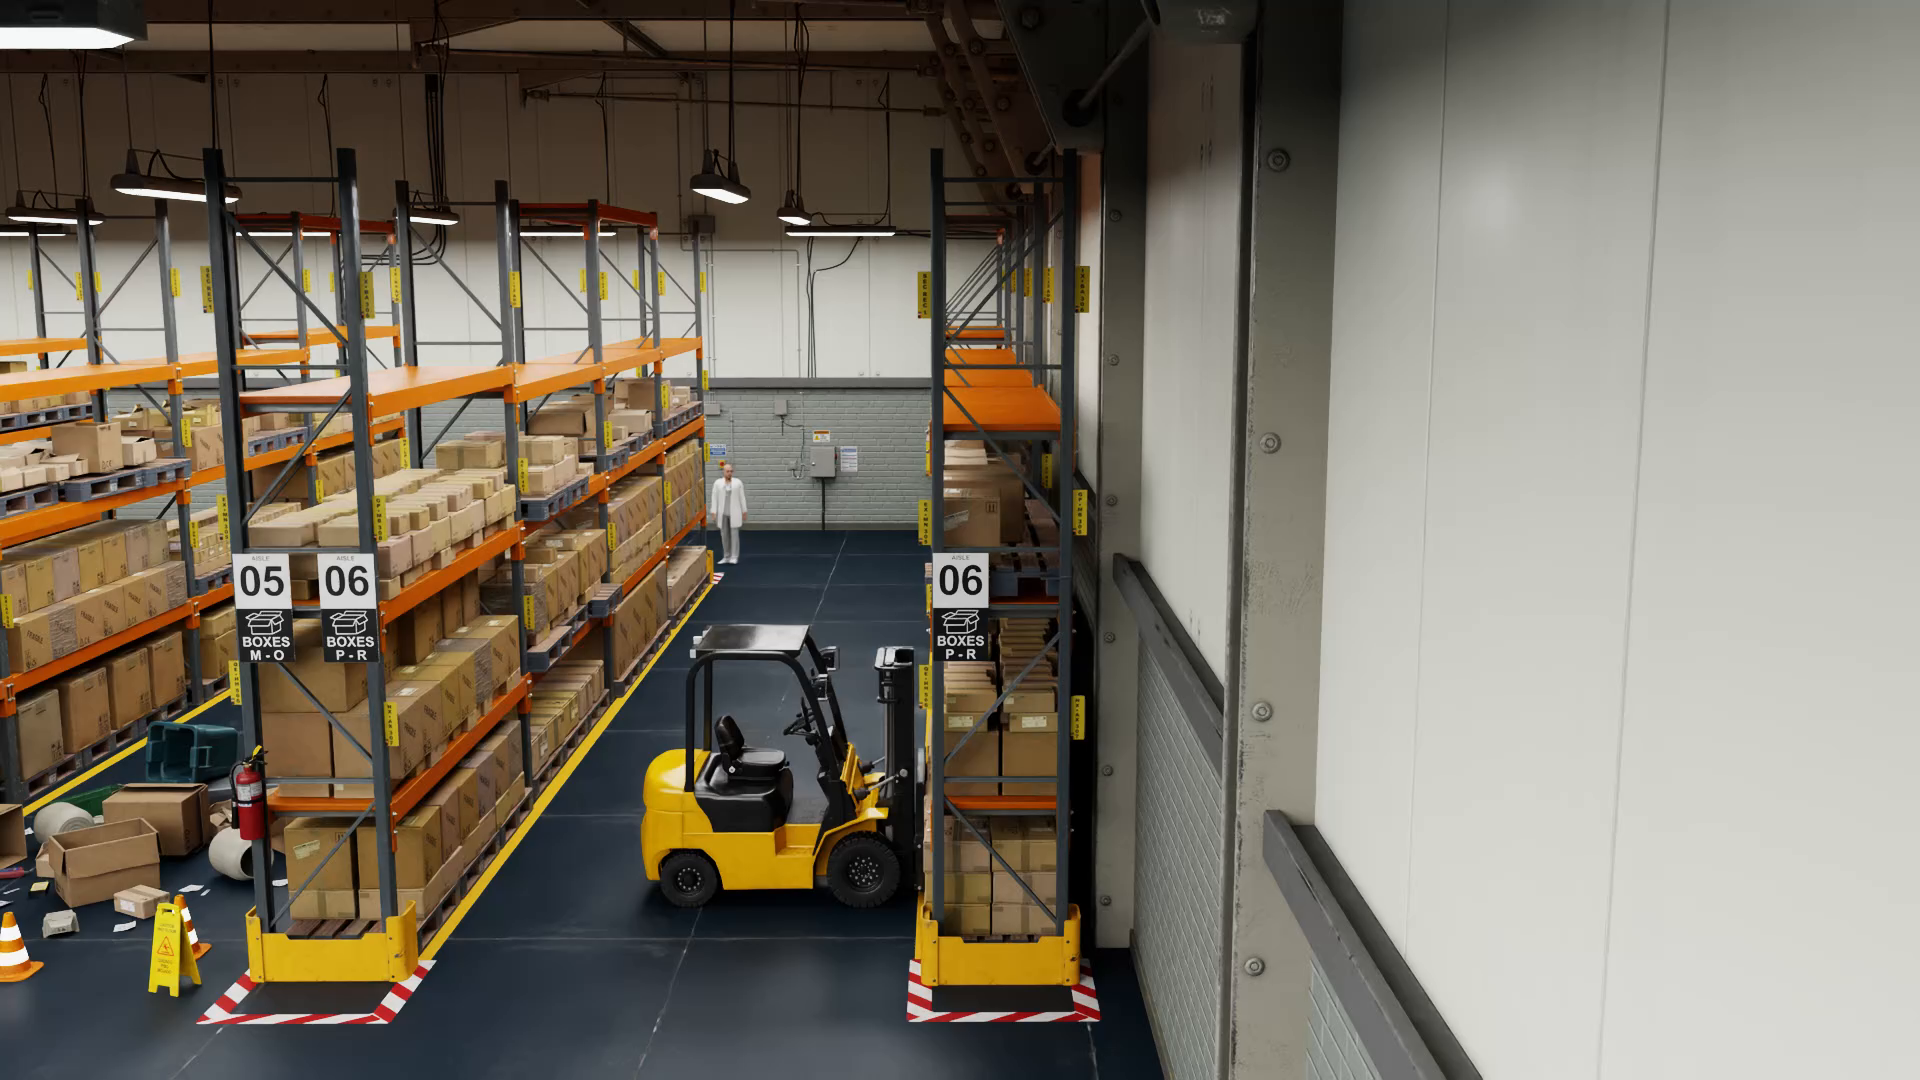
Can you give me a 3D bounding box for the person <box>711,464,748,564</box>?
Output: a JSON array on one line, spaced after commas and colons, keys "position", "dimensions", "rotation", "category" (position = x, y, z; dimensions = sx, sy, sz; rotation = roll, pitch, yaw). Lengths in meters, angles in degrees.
[{"position": [-4.139, -0.445, 29.749], "dimensions": [0.629, 1.824, 0.479], "rotation": [2, 9, 11], "category": "person"}]
